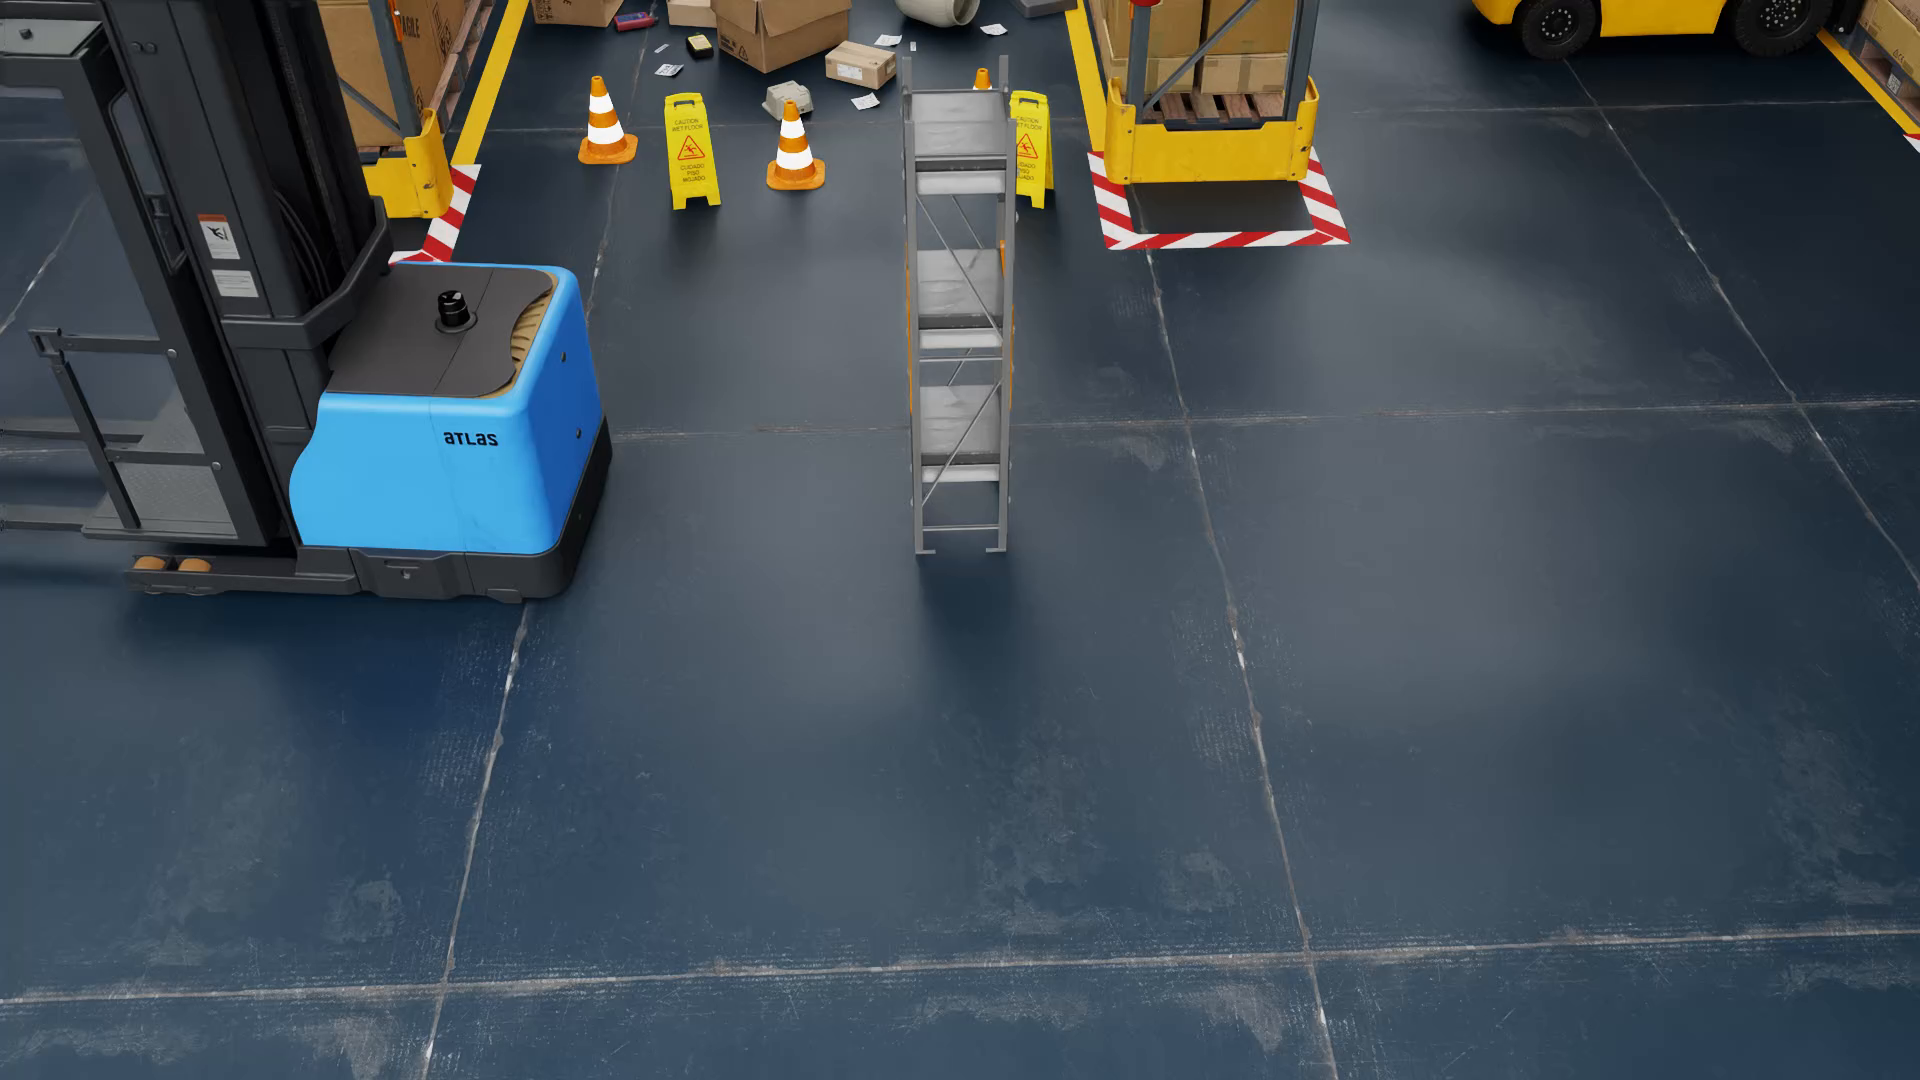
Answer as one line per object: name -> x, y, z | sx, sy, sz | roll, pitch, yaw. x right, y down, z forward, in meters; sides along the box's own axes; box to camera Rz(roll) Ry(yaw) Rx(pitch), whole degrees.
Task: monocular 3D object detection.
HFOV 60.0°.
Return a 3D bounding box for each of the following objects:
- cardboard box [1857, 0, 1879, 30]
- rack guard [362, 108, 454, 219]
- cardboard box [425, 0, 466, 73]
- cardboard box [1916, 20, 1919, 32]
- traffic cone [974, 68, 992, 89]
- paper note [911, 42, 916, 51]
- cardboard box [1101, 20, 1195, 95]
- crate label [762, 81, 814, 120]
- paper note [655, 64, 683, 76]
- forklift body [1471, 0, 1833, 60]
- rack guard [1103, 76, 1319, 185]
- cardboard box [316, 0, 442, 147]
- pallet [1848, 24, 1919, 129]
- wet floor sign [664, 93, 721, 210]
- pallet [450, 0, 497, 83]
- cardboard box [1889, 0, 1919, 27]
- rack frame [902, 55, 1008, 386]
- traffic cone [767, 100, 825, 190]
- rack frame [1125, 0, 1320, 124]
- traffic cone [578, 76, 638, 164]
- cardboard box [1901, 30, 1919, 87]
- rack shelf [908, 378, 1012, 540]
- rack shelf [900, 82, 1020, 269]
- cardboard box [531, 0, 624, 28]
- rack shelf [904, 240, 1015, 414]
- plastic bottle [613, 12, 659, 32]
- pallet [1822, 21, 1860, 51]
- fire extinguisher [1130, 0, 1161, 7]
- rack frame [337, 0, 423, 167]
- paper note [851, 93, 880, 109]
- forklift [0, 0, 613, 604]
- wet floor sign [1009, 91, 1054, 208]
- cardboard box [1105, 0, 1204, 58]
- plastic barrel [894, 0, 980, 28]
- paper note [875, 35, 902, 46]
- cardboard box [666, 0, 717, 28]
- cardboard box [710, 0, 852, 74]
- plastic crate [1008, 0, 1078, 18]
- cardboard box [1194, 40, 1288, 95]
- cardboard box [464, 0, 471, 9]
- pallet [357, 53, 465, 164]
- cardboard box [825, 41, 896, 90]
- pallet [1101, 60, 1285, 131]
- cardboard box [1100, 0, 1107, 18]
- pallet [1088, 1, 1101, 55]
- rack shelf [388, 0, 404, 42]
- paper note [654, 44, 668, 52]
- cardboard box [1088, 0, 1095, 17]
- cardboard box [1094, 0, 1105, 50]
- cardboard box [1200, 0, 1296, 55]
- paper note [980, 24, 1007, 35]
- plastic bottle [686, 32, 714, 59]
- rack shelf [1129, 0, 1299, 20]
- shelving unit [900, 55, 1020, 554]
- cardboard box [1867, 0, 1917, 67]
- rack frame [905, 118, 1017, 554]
cardboard box -> 6.042, -3.518, 10.742 | 0.500, 0.250, 0.500 | -1, 43, -1
rack guard -> -3.497, -2.102, 9.323 | 1.175, 0.500, 0.348 | -2, 43, -2
cardboard box -> -3.633, -3.461, 10.217 | 0.875, 0.875, 0.875 | -2, 43, -2
cardboard box -> 6.069, -3.040, 9.850 | 0.500, 0.250, 0.500 | -2, 43, -2
traffic cone -> 0.136, -2.568, 9.859 | 0.336, 0.463, 0.334 | -2, 43, -2
paper note -> -0.308, -3.247, 10.935 | 0.032, 0.001, 0.123 | -2, 43, -2
cardboard box -> 1.139, -2.945, 10.117 | 0.500, 0.250, 0.500 | -2, 43, -2
crate label -> -1.054, -2.715, 10.261 | 0.250, 0.136, 0.298 | -23, 47, -23
paper note -> -1.867, -3.023, 10.677 | 0.144, 0.017, 0.142 | 12, 44, 13
forklift body -> 4.499, -4.310, 10.509 | 2.313, 2.155, 1.214 | -2, 43, -2
rack guard -> 1.440, -2.379, 9.626 | 1.175, 0.500, 0.348 | -2, 43, -2
cardboard box -> -3.593, -2.867, 9.569 | 0.875, 0.875, 0.875 | -1, 43, -2
pallet -> 6.328, -2.882, 10.387 | 1.003, 0.211, 1.213 | -2, 43, -2
wet floor sign -> -1.519, -2.209, 9.332 | 0.267, 0.644, 0.232 | -8, 43, -9
pallet -> -3.659, -3.371, 10.921 | 1.003, 0.211, 1.213 | -2, 43, -2
cardboard box -> 6.058, -3.379, 10.220 | 0.500, 0.250, 0.500 | -2, 43, -2
rack frame -> -0.017, -1.051, 6.992 | 0.400, 2.100, 0.015 | -2, 43, -2
traffic cone -> -0.959, -2.306, 9.573 | 0.336, 0.463, 0.334 | -2, 43, -2
rack frame -> 1.443, -3.250, 8.725 | 1.000, 3.000, 0.127 | -2, 43, -2
traffic cone -> -2.102, -2.503, 9.788 | 0.336, 0.463, 0.334 | -2, 43, -2
cardboard box -> 6.066, -2.844, 10.007 | 0.500, 0.250, 0.500 | -1, 43, -1
rack shelf -> -0.007, -0.360, 7.294 | 0.431, 0.518, 0.480 | -2, 43, -2
rack shelf -> -0.007, -1.392, 6.348 | 0.431, 0.518, 0.480 | -2, 43, -2
cardboard box -> -2.577, -3.801, 11.174 | 0.500, 0.500, 0.500 | 5, 43, 6
rack shelf -> -0.007, -0.876, 6.821 | 0.431, 0.518, 0.480 | -2, 43, -2
plastic bottle -> -2.170, -3.482, 11.153 | 0.283, 0.061, 0.133 | -16, 45, -16
pallet -> 6.279, -3.703, 11.284 | 1.003, 0.211, 1.213 | -2, 43, -2
fire extinguisher -> 0.987, -3.131, 8.652 | 0.296, 0.674, 0.183 | -2, 43, -2
rack frame -> -3.498, -3.039, 8.496 | 1.000, 3.000, 0.127 | -2, 43, -2
paper note -> -0.586, -2.736, 10.362 | 0.148, 0.019, 0.142 | -16, 45, -16
forklift -> -3.151, -1.195, 6.534 | 3.031, 2.935, 1.130 | 2, 43, 3
wet floor sign -> 0.382, -2.223, 9.347 | 0.267, 0.644, 0.232 | 12, 44, 13
cardboard box -> 1.148, -3.201, 9.841 | 0.500, 0.500, 0.500 | -1, 43, -2
plastic barrel -> -0.158, -3.651, 11.069 | 0.512, 0.421, 0.421 | 27, 49, 27
paper note -> -0.472, -3.310, 10.996 | 0.148, 0.019, 0.142 | 12, 44, 13
cardboard box -> -1.755, -3.624, 11.157 | 0.396, 0.266, 0.258 | 5, 43, 6
cardboard box -> -1.161, -3.443, 10.783 | 0.797, 0.503, 0.637 | -32, 51, -30
plastic crate -> 0.520, -3.790, 11.476 | 0.402, 0.080, 0.583 | -16, 45, -16
cardboard box -> 1.685, -2.943, 10.115 | 0.500, 0.250, 0.500 | -2, 43, -2
cardboard box -> -3.669, -4.076, 10.889 | 0.875, 0.875, 0.875 | -1, 43, -1
pallet -> -3.611, -2.549, 10.024 | 1.003, 0.211, 1.213 | -2, 43, -2
cardboard box -> -0.631, -3.025, 10.590 | 0.380, 0.149, 0.250 | 19, 46, 20
pallet -> 1.440, -2.822, 10.323 | 1.003, 0.211, 1.213 | -2, 43, -2
cardboard box -> 1.123, -3.553, 10.225 | 0.500, 0.500, 0.500 | 0, 43, 0
pallet -> 1.392, -3.644, 11.219 | 1.003, 0.211, 1.213 | -2, 43, -2
rack shelf -> -3.583, -4.124, 10.212 | 1.077, 0.370, 4.000 | -2, 43, -2
paper note -> -1.958, -3.227, 10.912 | 0.032, 0.001, 0.123 | 19, 46, 20
cardboard box -> 1.098, -3.632, 10.866 | 0.500, 0.250, 0.500 | -3, 43, -3
cardboard box -> 1.126, -3.279, 10.481 | 0.500, 0.250, 0.500 | -1, 43, -2
cardboard box -> 1.683, -3.236, 9.879 | 0.500, 0.500, 0.500 | -3, 43, -3
paper note -> 0.228, -3.412, 11.100 | 0.142, 0.019, 0.148 | -16, 45, -16
plastic bottle -> -1.716, -3.248, 10.898 | 0.133, 0.061, 0.283 | -16, 45, -16
rack shelf -> 1.358, -4.335, 10.441 | 1.077, 0.370, 4.000 | -2, 43, -2
shelving unit -> -0.007, -0.886, 6.812 | 0.431, 2.100, 0.503 | -2, 43, -2
cardboard box -> 6.055, -3.180, 10.373 | 0.500, 0.250, 0.500 | -2, 43, -2
rack frame -> 0.003, -0.721, 6.632 | 0.400, 2.100, 0.015 | -2, 43, -2
